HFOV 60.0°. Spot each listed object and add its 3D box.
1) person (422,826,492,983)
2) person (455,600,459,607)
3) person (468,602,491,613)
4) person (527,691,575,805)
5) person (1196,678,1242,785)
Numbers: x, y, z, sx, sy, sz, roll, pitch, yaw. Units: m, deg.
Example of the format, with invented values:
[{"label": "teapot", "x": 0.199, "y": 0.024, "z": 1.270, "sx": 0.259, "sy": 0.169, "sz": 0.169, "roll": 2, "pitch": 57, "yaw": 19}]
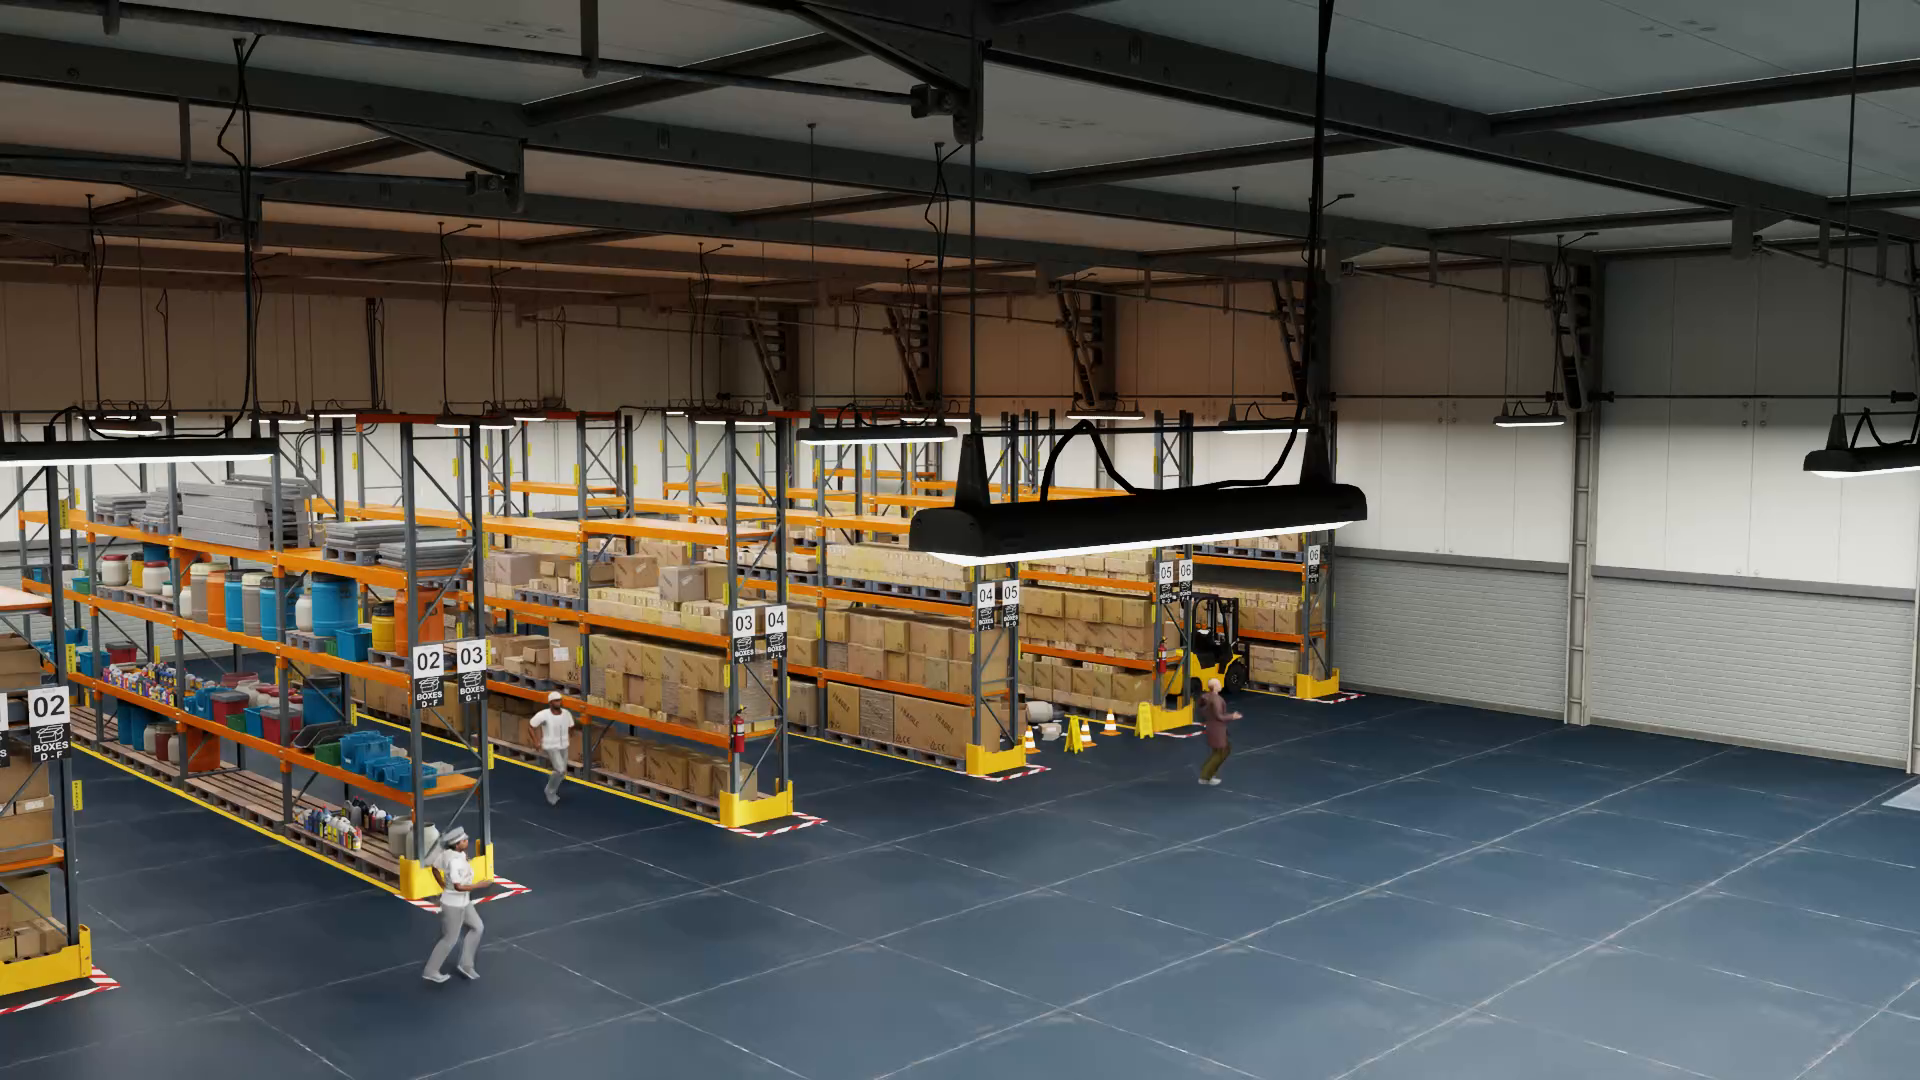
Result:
[{"label": "person", "x": -5.414, "y": 3.945, "z": 17.877, "sx": 0.741, "sy": 1.749, "sz": 0.570, "roll": -1, "pitch": 5, "yaw": -15}, {"label": "person", "x": -11.965, "y": 2.168, "z": 39.746, "sx": 0.681, "sy": 1.486, "sz": 0.566, "roll": 2, "pitch": 5, "yaw": 26}, {"label": "person", "x": -11.604, "y": 1.962, "z": 40.224, "sx": 0.684, "sy": 1.840, "sz": 0.786, "roll": 2, "pitch": 5, "yaw": 24}, {"label": "person", "x": -6.235, "y": 3.220, "z": 25.722, "sx": 0.683, "sy": 1.752, "sz": 0.676, "roll": 4, "pitch": 7, "yaw": 41}, {"label": "person", "x": 4.205, "y": 3.114, "z": 26.991, "sx": 0.686, "sy": 1.771, "sz": 0.692, "roll": 0, "pitch": 5, "yaw": -5}]
